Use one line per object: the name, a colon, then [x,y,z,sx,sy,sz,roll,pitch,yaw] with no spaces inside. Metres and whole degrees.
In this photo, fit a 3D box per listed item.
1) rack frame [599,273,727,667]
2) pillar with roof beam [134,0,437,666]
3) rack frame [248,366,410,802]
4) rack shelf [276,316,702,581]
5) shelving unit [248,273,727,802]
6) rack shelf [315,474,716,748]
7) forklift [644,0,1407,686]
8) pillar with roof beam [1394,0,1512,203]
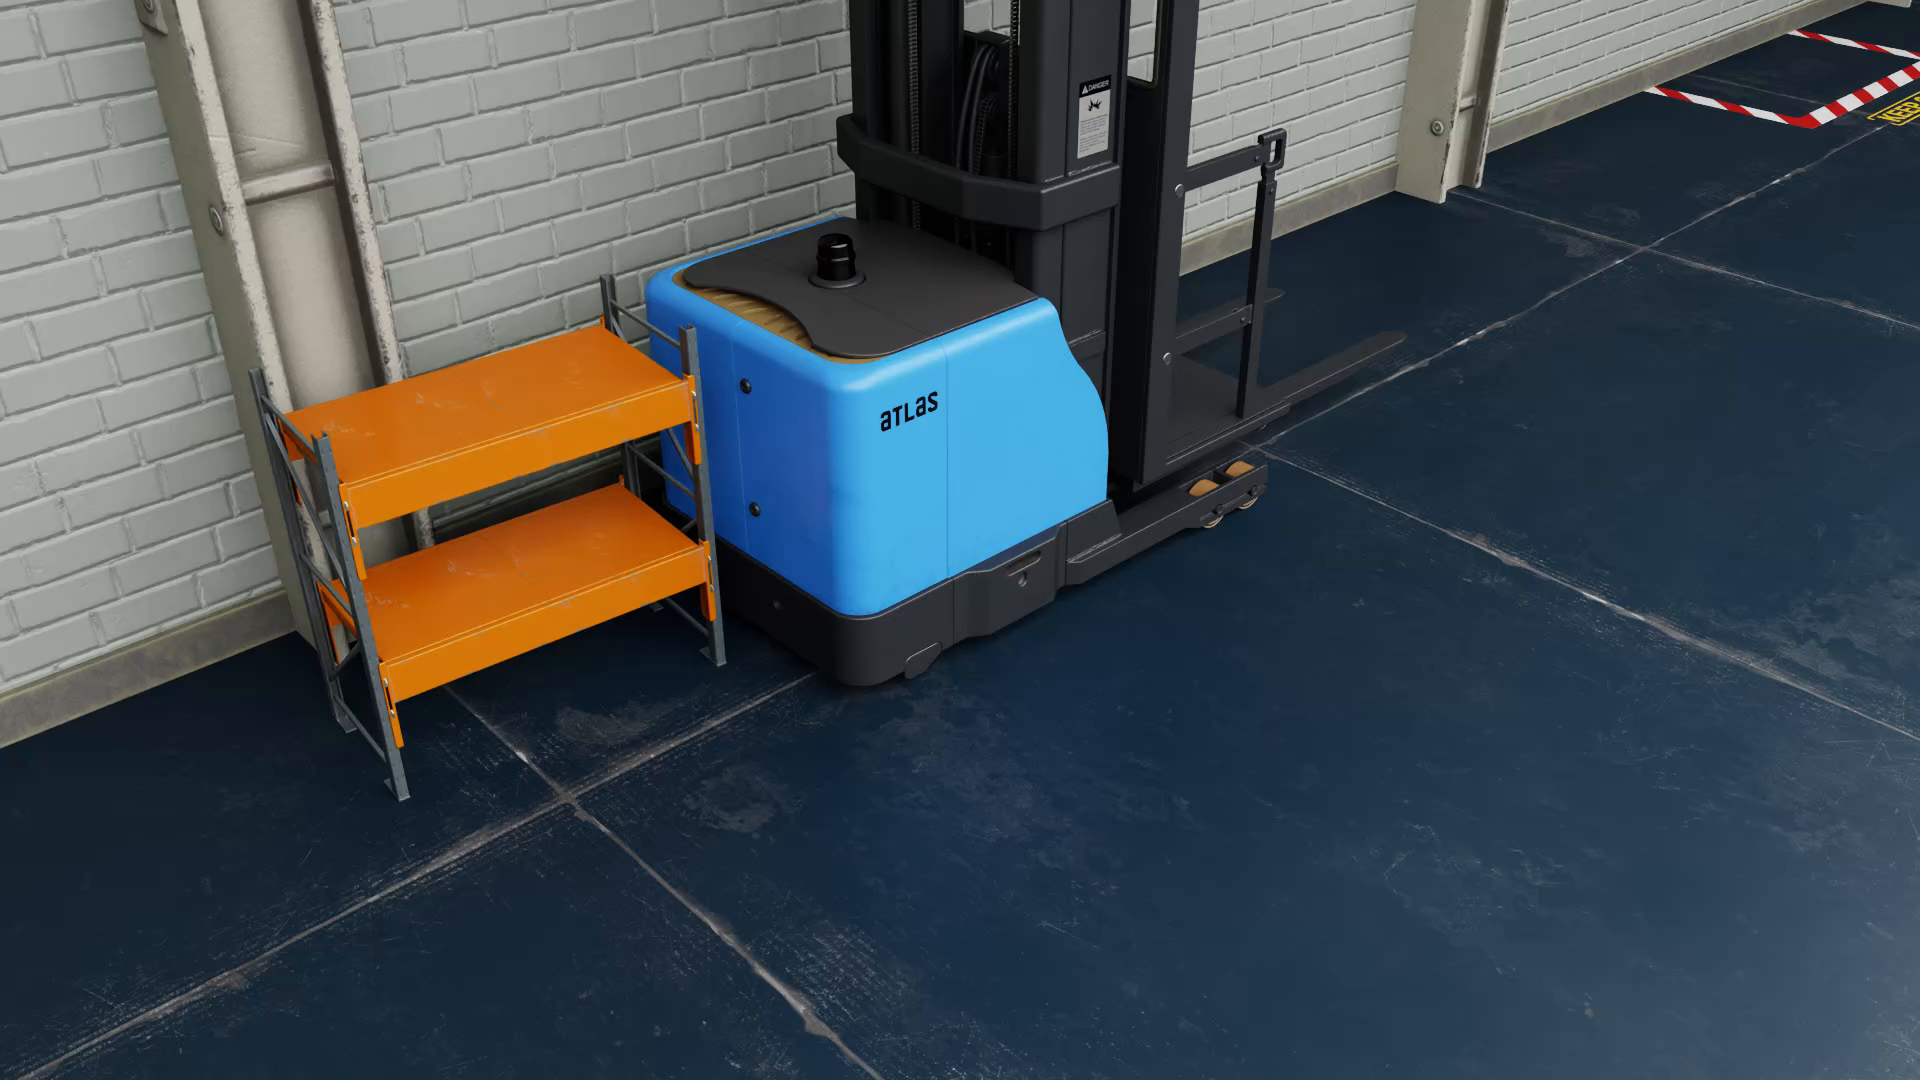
rack frame: [-0.887,-0.196,4.992,0.032,1.125,0.500,-22,38,-32]
pillar with roof beam: [1.045,-1.932,0.284,0.400,9.000,9.100,-26,40,-35]
rack frame: [-1.684,0.134,4.453,0.032,1.125,0.500,-22,38,-32]
rack shelf: [-1.286,-0.280,4.569,1.000,0.278,0.538,-22,38,-32]
shelving unit: [-1.286,-0.031,4.722,1.048,1.125,0.538,-22,38,-32]
rack shelf: [-1.286,0.178,4.850,1.000,0.278,0.538,-22,38,-32]
forklift: [0.457,-1.471,5.346,3.031,2.935,1.130,-26,40,-35]
pillar with roof beam: [5.445,-4.060,3.764,0.400,9.000,9.100,-26,40,-35]
